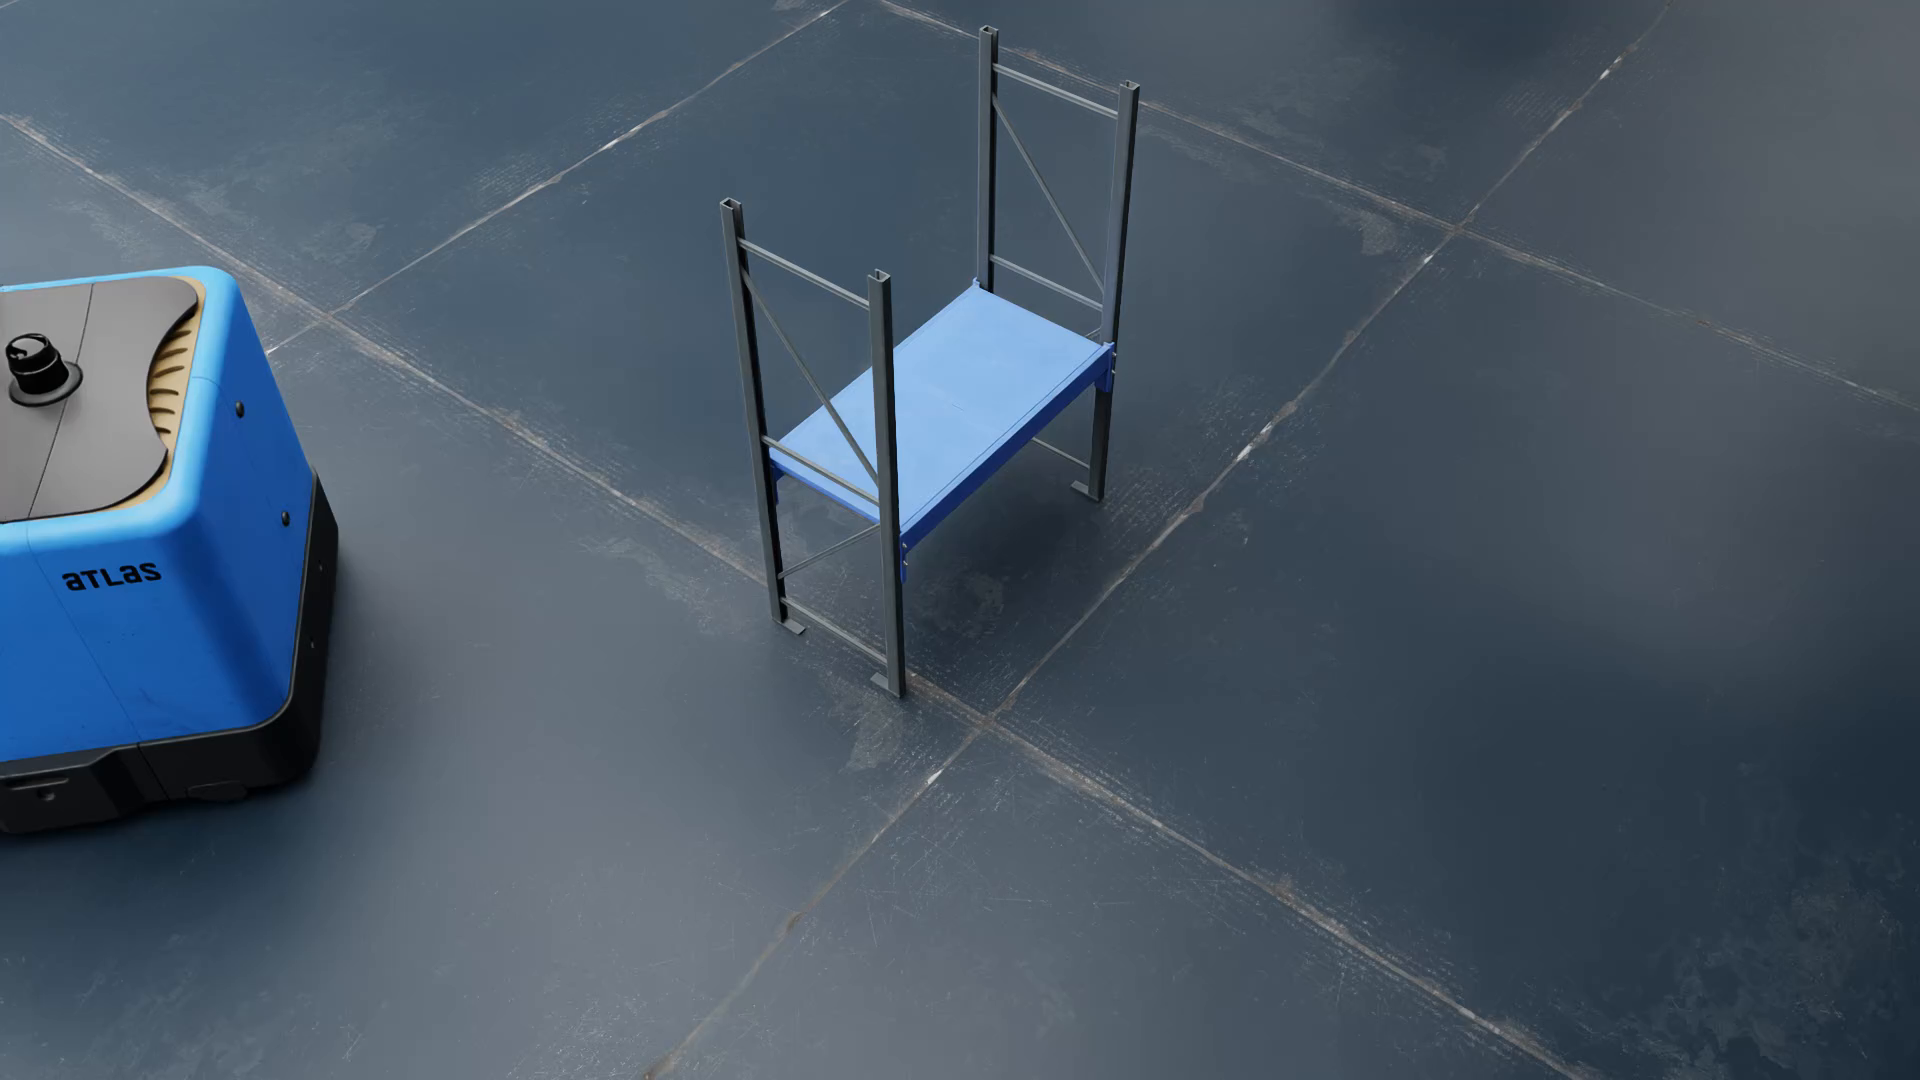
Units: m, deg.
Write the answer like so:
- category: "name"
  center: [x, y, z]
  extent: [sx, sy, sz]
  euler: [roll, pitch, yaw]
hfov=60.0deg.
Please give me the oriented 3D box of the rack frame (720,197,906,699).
- category: "rack frame"
  center: [-0.363, -0.178, 4.383]
  extent: [0.500, 1.500, 0.032]
  euler: [29, 53, 25]

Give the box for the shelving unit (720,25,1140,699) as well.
- category: "shelving unit"
  center: [-0.052, -0.469, 4.661]
  extent: [0.538, 1.500, 1.048]
  euler: [29, 53, 25]

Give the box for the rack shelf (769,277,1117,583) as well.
- category: "rack shelf"
  center: [-0.052, -0.345, 4.791]
  extent: [0.538, 0.185, 1.000]
  euler: [29, 53, 25]

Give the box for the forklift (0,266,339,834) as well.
- category: "forklift"
  center: [-3.343, -0.482, 3.684]
  extent: [3.031, 2.935, 1.130]
  euler: [-8, 47, -7]

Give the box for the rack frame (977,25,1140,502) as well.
- category: "rack frame"
  center: [0.259, -0.760, 4.939]
  extent: [0.500, 1.500, 0.032]
  euler: [29, 53, 25]
